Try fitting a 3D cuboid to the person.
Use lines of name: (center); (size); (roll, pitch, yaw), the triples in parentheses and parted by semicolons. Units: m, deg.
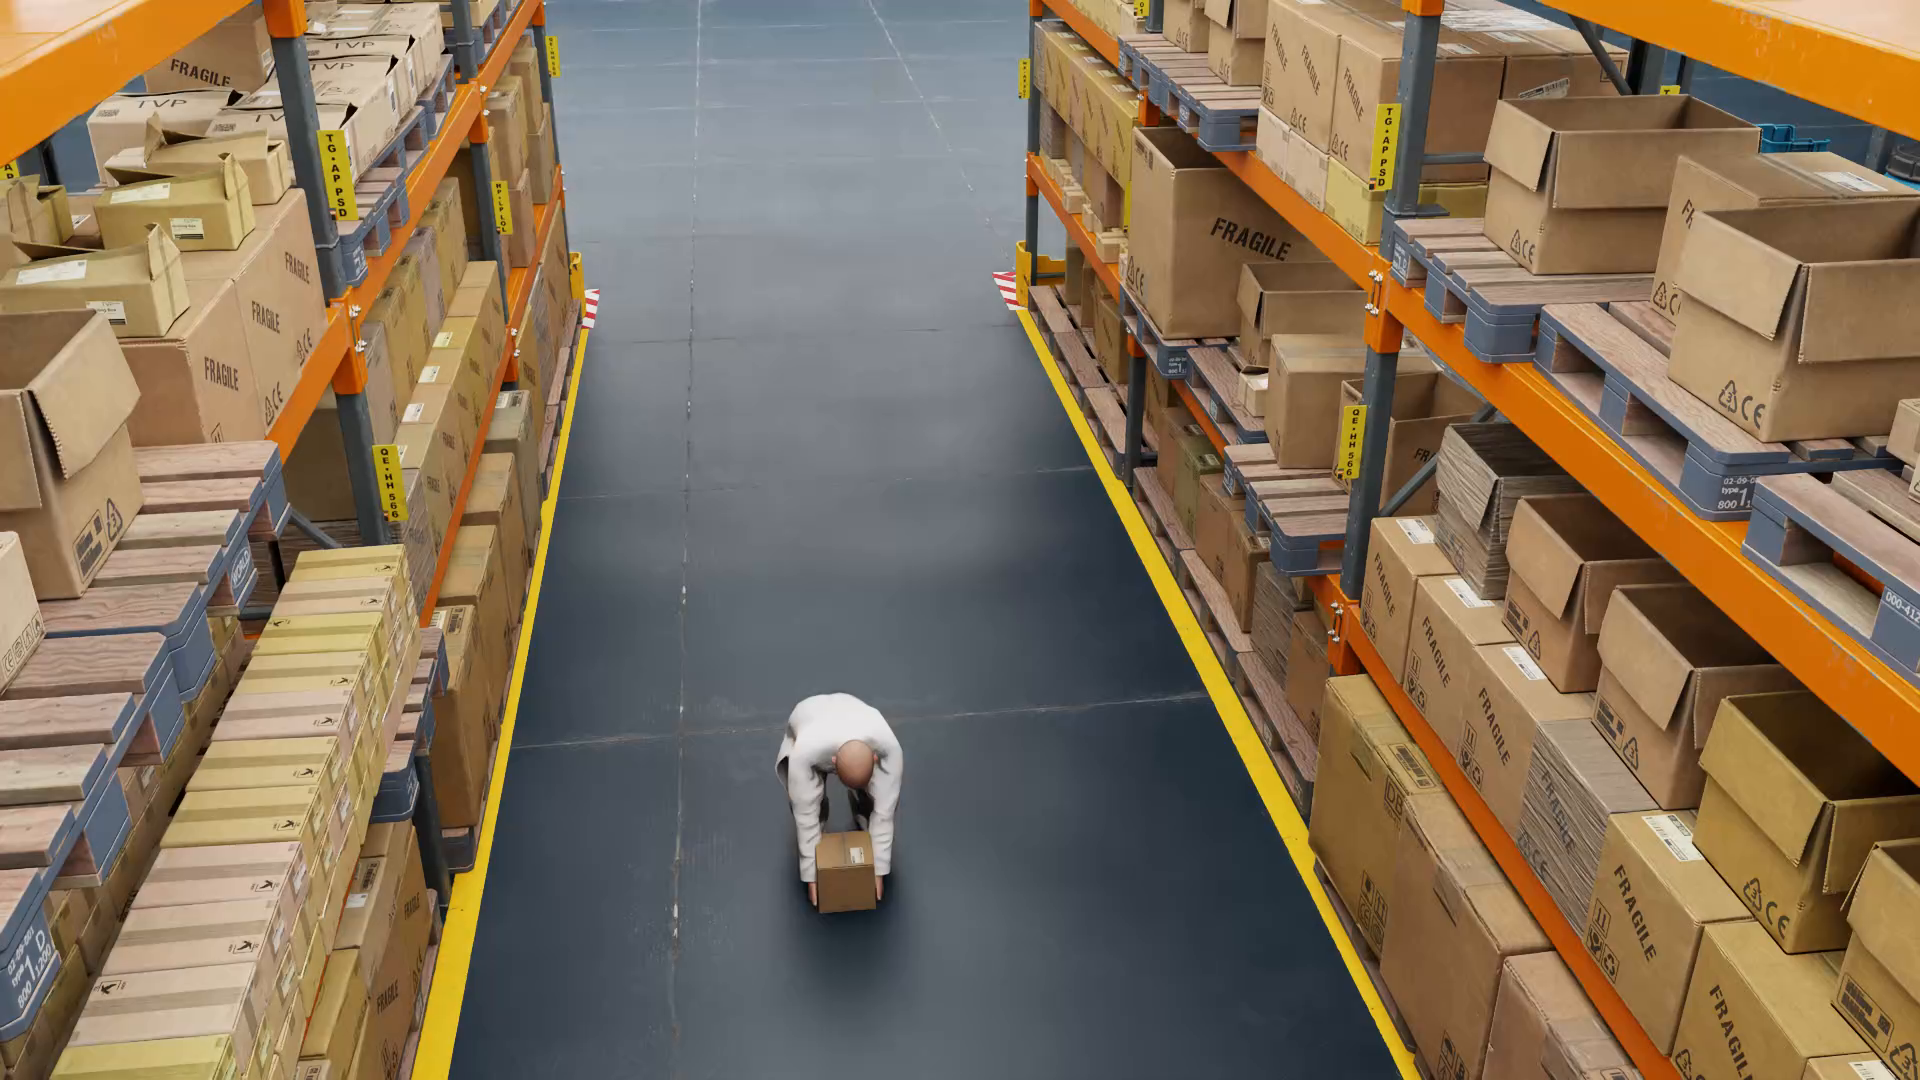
person: (-0.551, 1.113, 7.604); (0.579, 0.885, 0.917); (-4, 27, -8)
